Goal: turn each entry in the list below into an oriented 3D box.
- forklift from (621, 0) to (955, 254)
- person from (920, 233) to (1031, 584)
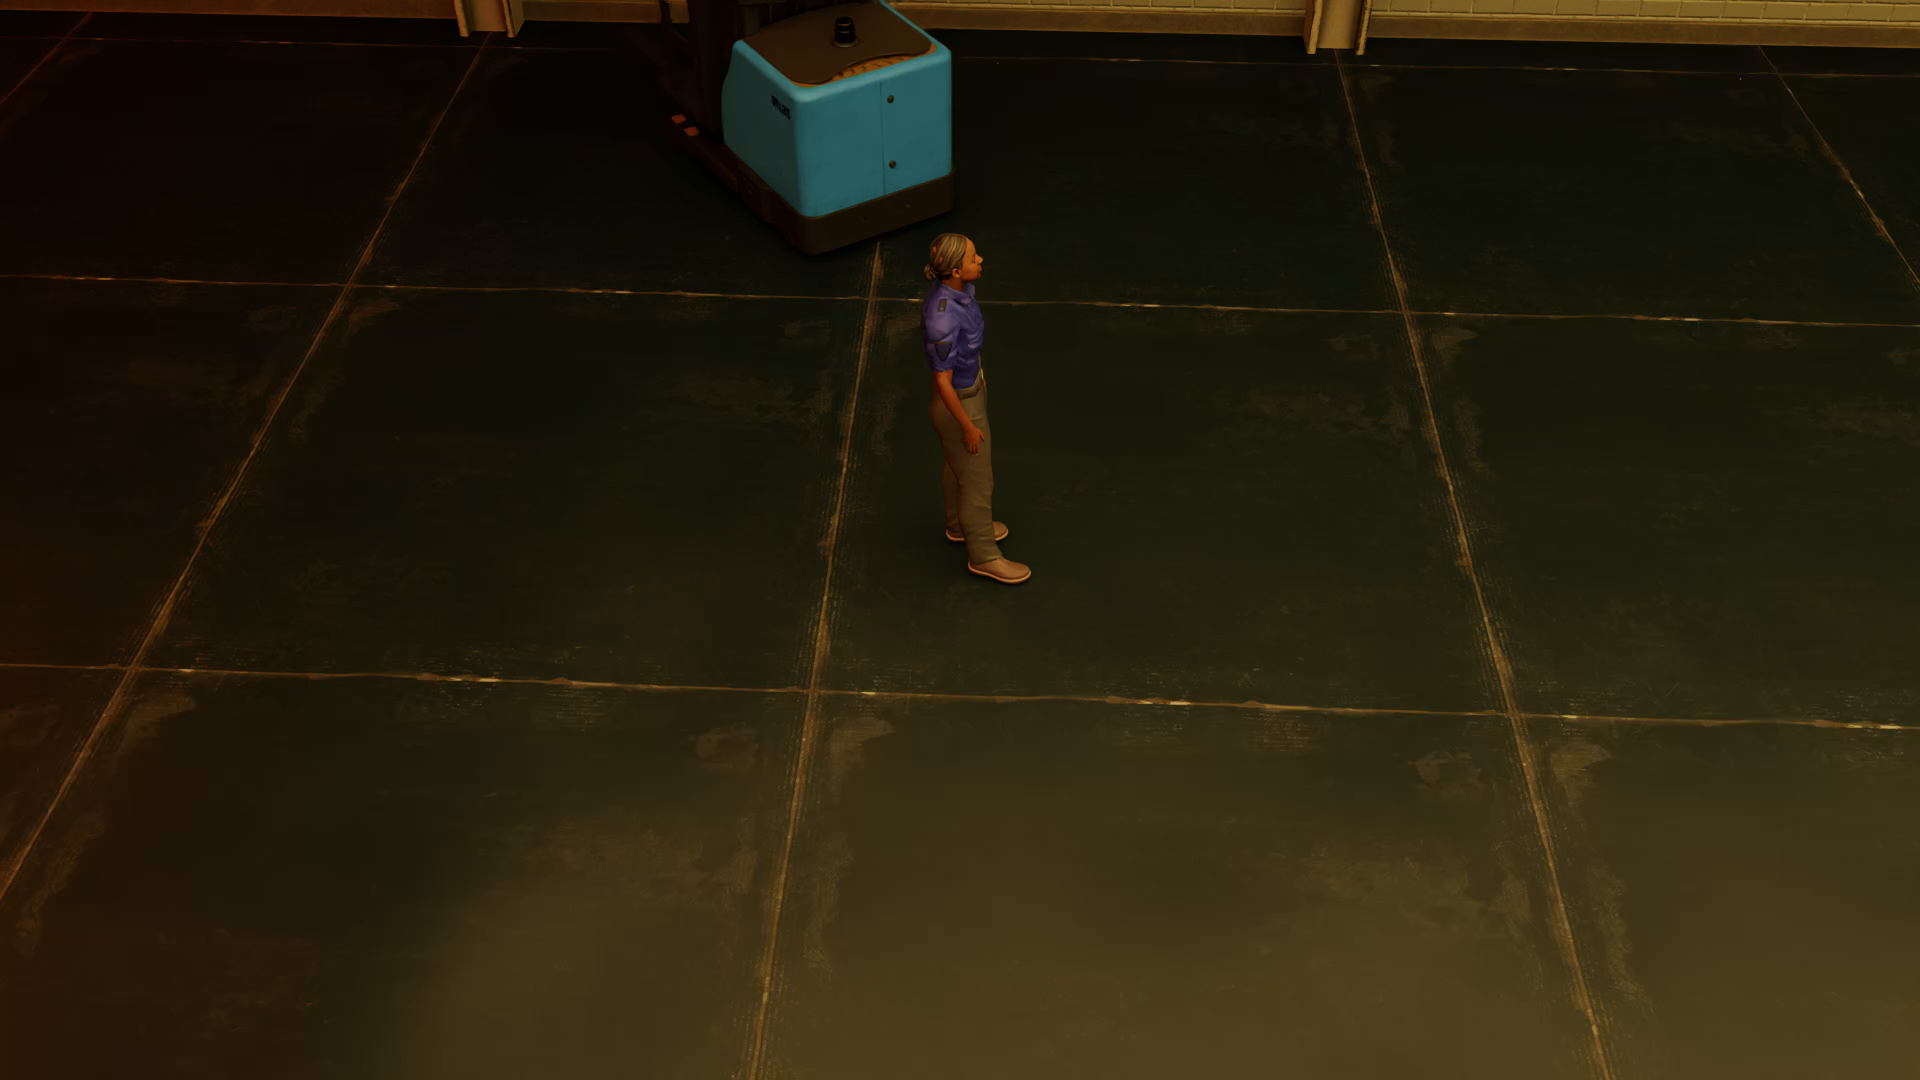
[{"bbox_3d":[-1.242,-3.704,9.800,1.130,2.935,3.031,-23,47,-23],"label":"forklift"},{"bbox_3d":[0.086,-0.593,7.328,0.504,1.654,0.548,2,42,2],"label":"person"}]
